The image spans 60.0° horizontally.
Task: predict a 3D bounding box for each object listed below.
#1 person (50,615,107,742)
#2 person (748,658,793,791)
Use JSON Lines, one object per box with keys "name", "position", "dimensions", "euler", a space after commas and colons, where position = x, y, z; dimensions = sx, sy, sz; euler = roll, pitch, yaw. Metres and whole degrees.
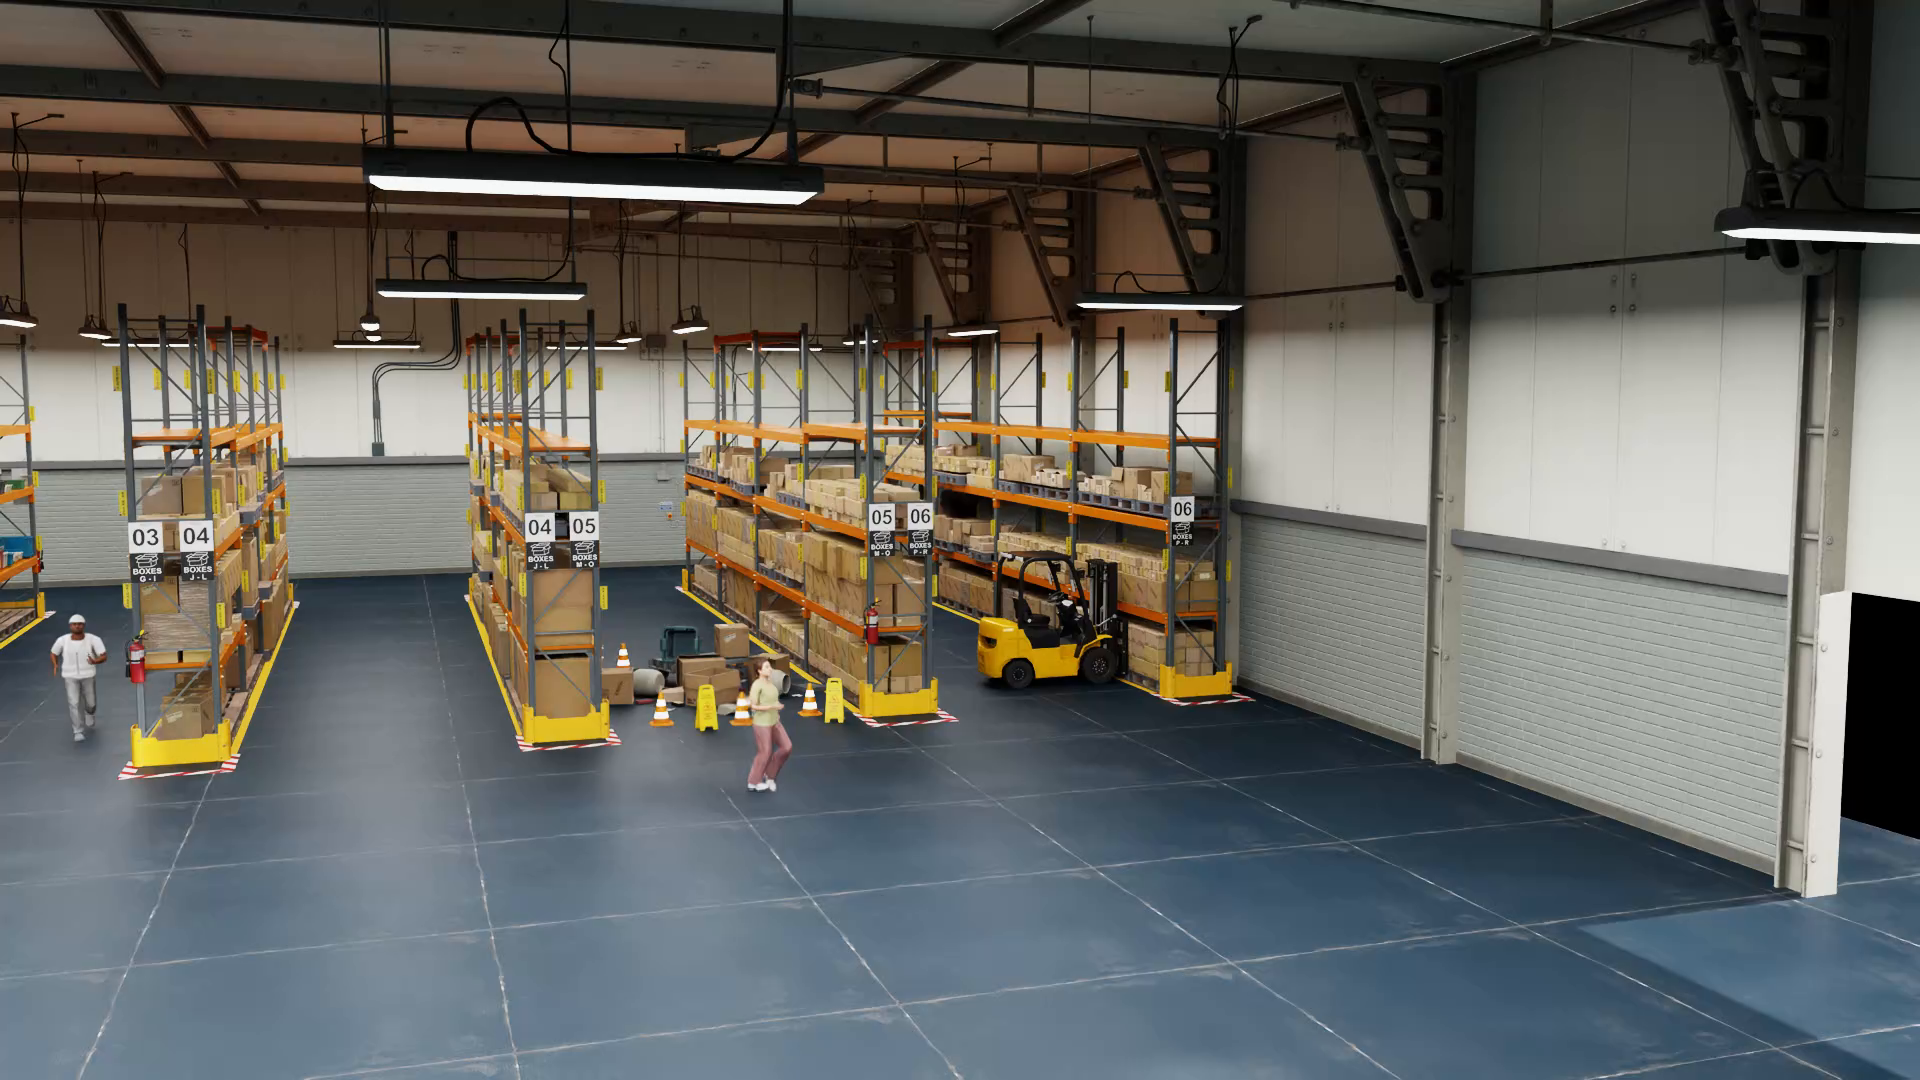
{"name": "person", "position": [-12.380, 1.917, 23.378], "dimensions": [0.714, 1.744, 0.901], "euler": [-3, 6, -26]}
{"name": "person", "position": [-2.330, 2.258, 20.258], "dimensions": [0.600, 1.660, 0.562], "euler": [3, 6, 28]}
